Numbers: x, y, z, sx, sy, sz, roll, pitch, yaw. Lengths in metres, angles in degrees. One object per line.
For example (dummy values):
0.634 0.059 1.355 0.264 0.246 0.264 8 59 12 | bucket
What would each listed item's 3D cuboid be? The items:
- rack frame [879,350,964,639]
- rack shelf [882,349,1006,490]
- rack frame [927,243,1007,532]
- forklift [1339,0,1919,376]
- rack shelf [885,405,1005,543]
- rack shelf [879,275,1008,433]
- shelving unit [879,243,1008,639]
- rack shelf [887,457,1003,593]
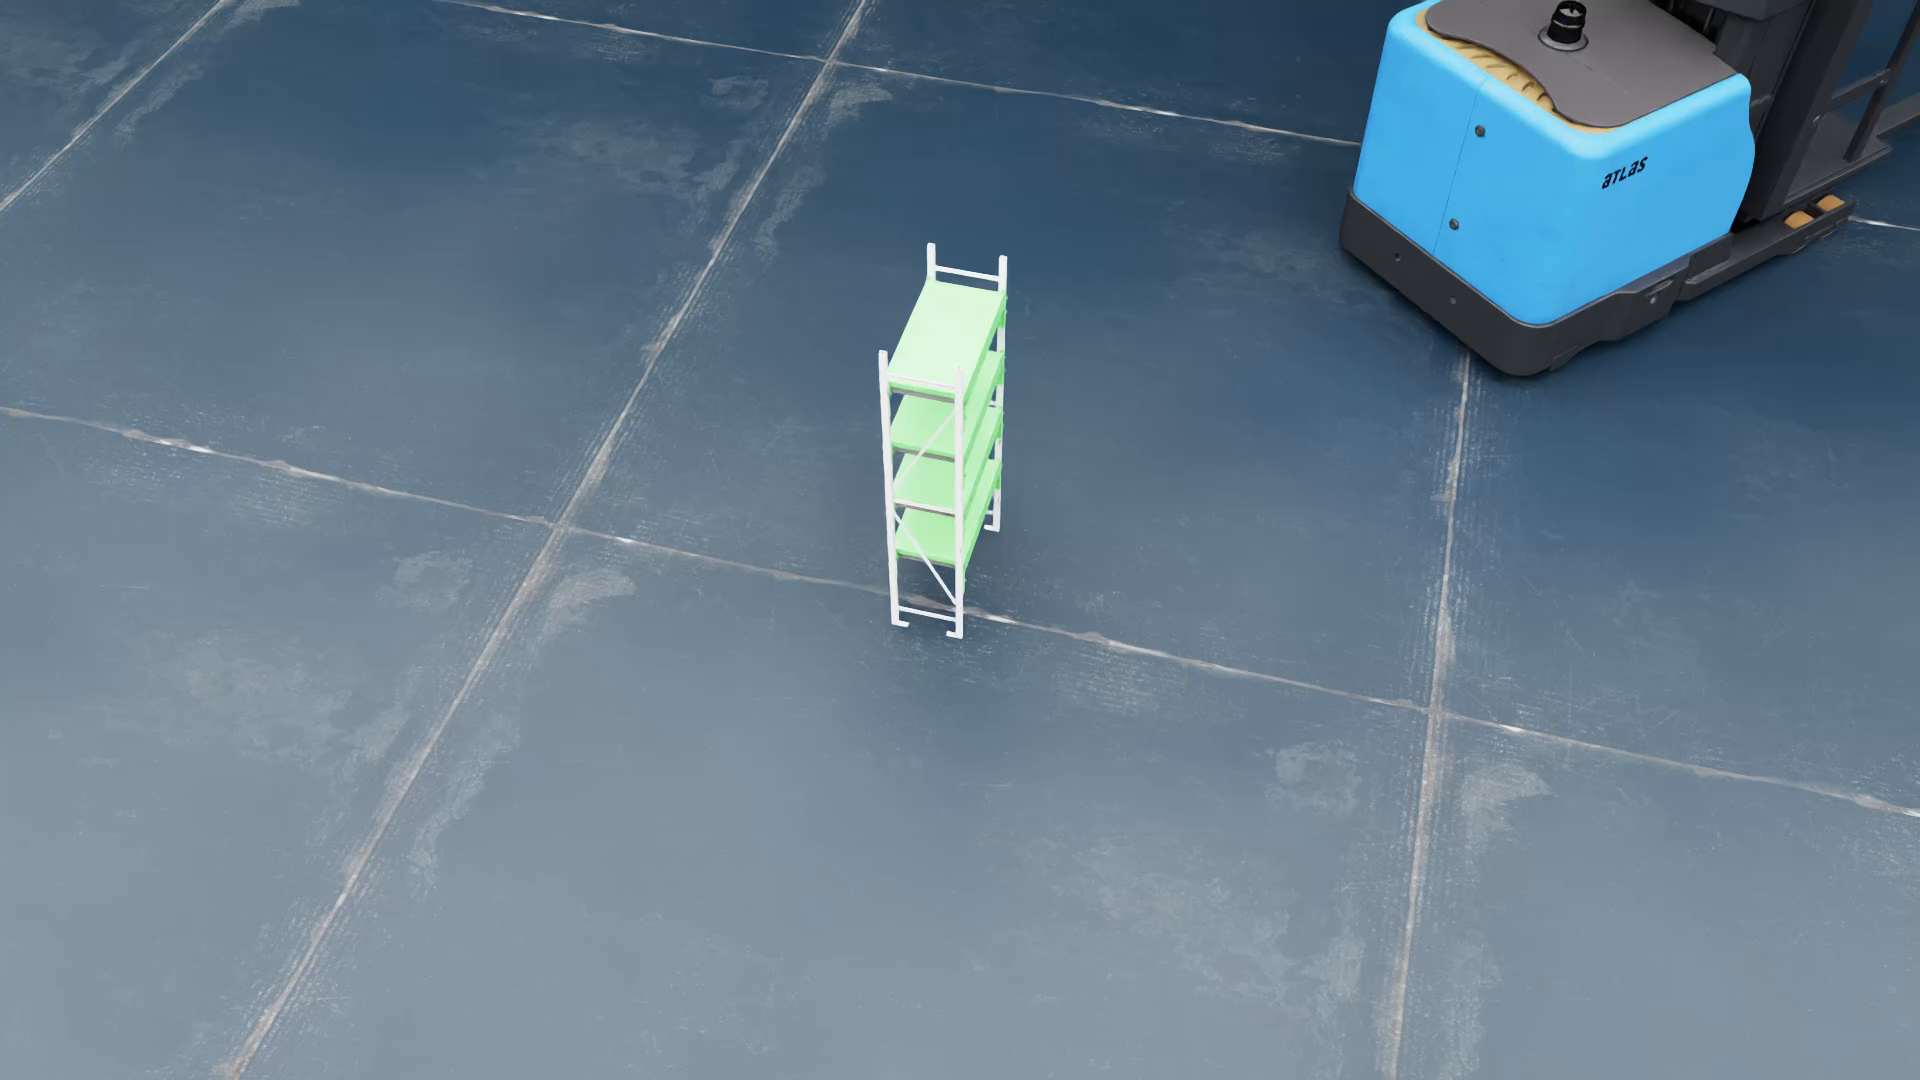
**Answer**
-0.108 -0.101 5.039 0.240 1.200 0.015 12 50 10 | rack frame
-0.044 -0.394 5.062 0.258 0.148 0.480 12 50 10 | rack shelf
0.021 -0.454 5.350 0.240 1.200 0.015 12 50 10 | rack frame
3.048 -2.448 5.956 3.031 2.935 1.130 -26 53 -21 | forklift
-0.044 -0.235 5.242 0.258 0.148 0.480 12 50 10 | rack shelf
-0.044 -0.553 4.883 0.258 0.148 0.480 12 50 10 | rack shelf
-0.044 -0.277 5.194 0.258 1.200 0.503 12 50 10 | shelving unit
-0.044 -0.076 5.422 0.258 0.148 0.480 12 50 10 | rack shelf
